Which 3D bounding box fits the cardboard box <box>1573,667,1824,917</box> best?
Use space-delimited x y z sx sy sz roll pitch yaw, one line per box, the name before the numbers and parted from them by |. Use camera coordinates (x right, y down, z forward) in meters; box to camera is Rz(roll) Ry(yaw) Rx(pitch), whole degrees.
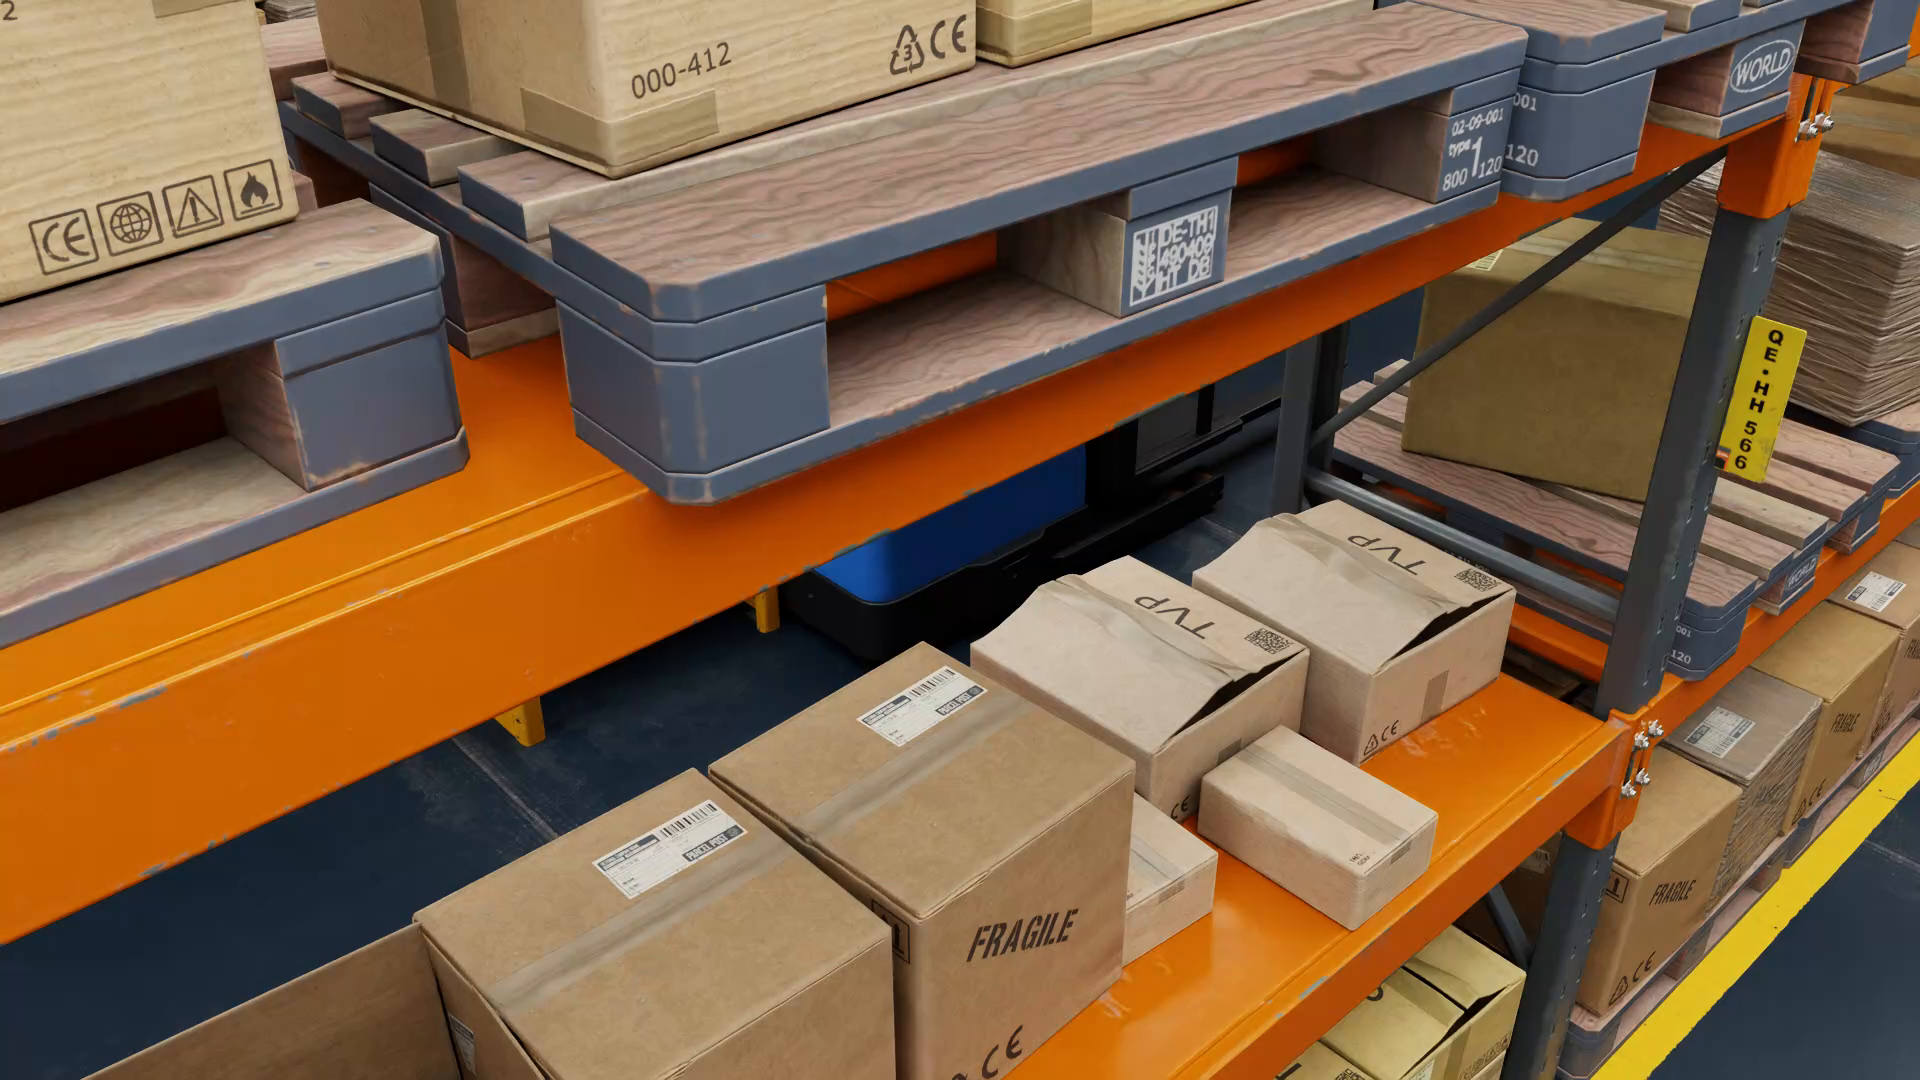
cardboard box | 2.066 0.655 4.778 0.500 0.500 0.500 -27 41 -37

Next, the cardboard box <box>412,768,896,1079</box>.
cardboard box | -0.447 0.761 2.534 0.500 0.500 0.500 -26 40 -35

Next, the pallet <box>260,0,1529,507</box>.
pallet | -0.097 -0.511 2.015 1.213 0.211 1.003 -24 39 -33

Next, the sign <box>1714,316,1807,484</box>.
sign | 1.538 -0.267 3.201 0.005 0.325 0.100 -26 40 -35

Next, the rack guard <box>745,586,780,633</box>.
rack guard | -0.892 0.117 6.318 0.087 0.250 0.587 -26 40 -35

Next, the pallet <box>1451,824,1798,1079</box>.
pallet | 1.731 0.955 4.986 1.213 0.211 1.003 -26 40 -35

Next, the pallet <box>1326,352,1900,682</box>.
pallet | 1.607 -0.170 4.336 1.003 0.211 1.213 -26 40 -35

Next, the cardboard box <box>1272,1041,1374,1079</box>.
cardboard box | 0.565 1.237 3.547 0.500 0.311 0.500 -27 40 -36

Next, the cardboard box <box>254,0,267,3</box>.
cardboard box | -2.671 -2.131 6.221 0.380 0.149 0.250 22 38 31

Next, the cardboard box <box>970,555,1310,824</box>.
cardboard box | 0.370 0.297 3.474 0.500 0.311 0.500 -26 40 -36

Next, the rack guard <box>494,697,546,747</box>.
rack guard | -1.627 0.468 5.745 0.087 0.250 0.587 -26 40 -35

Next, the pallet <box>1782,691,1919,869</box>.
pallet | 2.625 0.525 5.690 1.213 0.211 1.003 -26 40 -35

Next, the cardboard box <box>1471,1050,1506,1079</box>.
cardboard box | 0.938 1.290 3.999 0.500 0.250 0.500 -25 39 -34

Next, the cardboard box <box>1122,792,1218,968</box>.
cardboard box | 0.261 0.597 3.139 0.250 0.149 0.380 -23 38 -32

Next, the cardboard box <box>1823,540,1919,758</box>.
cardboard box | 2.816 0.292 5.372 0.500 0.500 0.500 -27 41 -37

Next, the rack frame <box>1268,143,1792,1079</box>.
rack frame | 1.158 0.016 3.849 0.127 3.000 1.000 -26 40 -35

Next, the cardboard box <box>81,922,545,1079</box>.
cardboard box | -0.815 0.939 2.243 0.500 0.500 0.500 -23 38 -32

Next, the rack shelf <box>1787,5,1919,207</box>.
rack shelf | 2.624 -1.666 4.414 4.000 0.370 1.077 -26 40 -35

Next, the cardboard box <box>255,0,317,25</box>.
cardboard box | -2.551 -1.938 6.526 0.700 0.500 0.500 24 39 34

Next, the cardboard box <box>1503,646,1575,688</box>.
cardboard box | 1.722 0.132 4.915 0.500 0.250 0.500 -24 39 -34

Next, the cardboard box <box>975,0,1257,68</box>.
cardboard box | 0.064 -0.805 2.057 0.500 0.250 0.500 -27 40 -36

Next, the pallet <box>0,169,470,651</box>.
pallet | -1.137 -0.081 1.316 0.805 0.209 1.217 27 41 37

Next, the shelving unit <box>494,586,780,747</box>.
shelving unit | -1.259 -0.240 5.706 1.083 1.500 0.587 -26 40 -35

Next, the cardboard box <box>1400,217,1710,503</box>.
cardboard box | 1.543 -0.472 4.149 0.700 0.500 0.500 15 35 23

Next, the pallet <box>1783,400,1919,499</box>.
pallet | 2.581 -0.594 5.030 1.213 0.211 1.003 -26 40 -35

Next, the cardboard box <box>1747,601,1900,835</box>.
cardboard box | 2.437 0.479 5.066 0.500 0.500 0.500 -26 40 -36

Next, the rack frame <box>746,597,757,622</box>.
rack frame | -0.891 -0.416 5.993 0.032 1.500 0.500 -26 40 -35

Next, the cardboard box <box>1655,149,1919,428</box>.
cardboard box | 2.343 -0.724 4.560 0.500 0.500 0.700 -18 36 -27

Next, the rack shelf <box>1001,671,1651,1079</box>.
rack shelf | -0.309 1.032 2.876 4.000 0.370 1.077 -26 40 -35

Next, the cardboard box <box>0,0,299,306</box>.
cardboard box | -0.916 -0.371 1.347 0.500 0.250 0.500 25 39 34

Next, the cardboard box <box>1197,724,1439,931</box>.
cardboard box | 0.686 0.548 3.220 0.250 0.149 0.380 -26 40 -35

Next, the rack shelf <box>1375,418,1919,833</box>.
rack shelf | 2.624 -0.387 5.196 4.000 0.370 1.077 -26 40 -35

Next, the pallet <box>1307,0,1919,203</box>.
pallet | 0.721 -0.908 2.666 1.003 0.211 1.213 -24 39 -33

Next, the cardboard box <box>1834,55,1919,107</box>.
cardboard box | 3.130 -1.274 5.460 0.500 0.500 0.700 -19 36 -28

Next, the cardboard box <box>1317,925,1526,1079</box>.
cardboard box | 0.941 1.051 3.852 0.500 0.311 0.500 -25 39 -34

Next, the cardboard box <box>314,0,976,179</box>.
cardboard box | -0.332 -0.615 1.746 0.500 0.250 0.500 25 40 35

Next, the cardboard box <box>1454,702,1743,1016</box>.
cardboard box | 1.686 0.843 4.471 0.500 0.500 0.500 -24 39 -34

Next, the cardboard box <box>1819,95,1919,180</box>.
cardboard box | 2.837 -0.974 4.970 0.700 0.500 0.500 18 36 27

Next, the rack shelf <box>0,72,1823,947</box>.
rack shelf | -0.309 -0.247 2.094 4.000 0.370 1.077 -26 40 -35

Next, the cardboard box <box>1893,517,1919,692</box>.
cardboard box | 3.188 0.110 5.669 0.500 0.500 0.500 -25 39 -35

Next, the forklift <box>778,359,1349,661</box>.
forklift | 0.461 -1.475 6.352 3.031 2.935 1.130 -26 40 -36

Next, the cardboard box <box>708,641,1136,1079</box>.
cardboard box | -0.061 0.575 2.839 0.500 0.500 0.500 27 40 36

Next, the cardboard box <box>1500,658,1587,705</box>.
cardboard box | 1.684 0.473 5.075 0.500 0.500 0.500 -24 39 -34

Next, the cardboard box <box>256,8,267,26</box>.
cardboard box | -2.942 -1.729 6.185 0.700 0.500 0.500 25 39 35

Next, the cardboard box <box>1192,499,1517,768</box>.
cardboard box | 0.861 0.166 3.688 0.500 0.311 0.500 -23 38 -33
